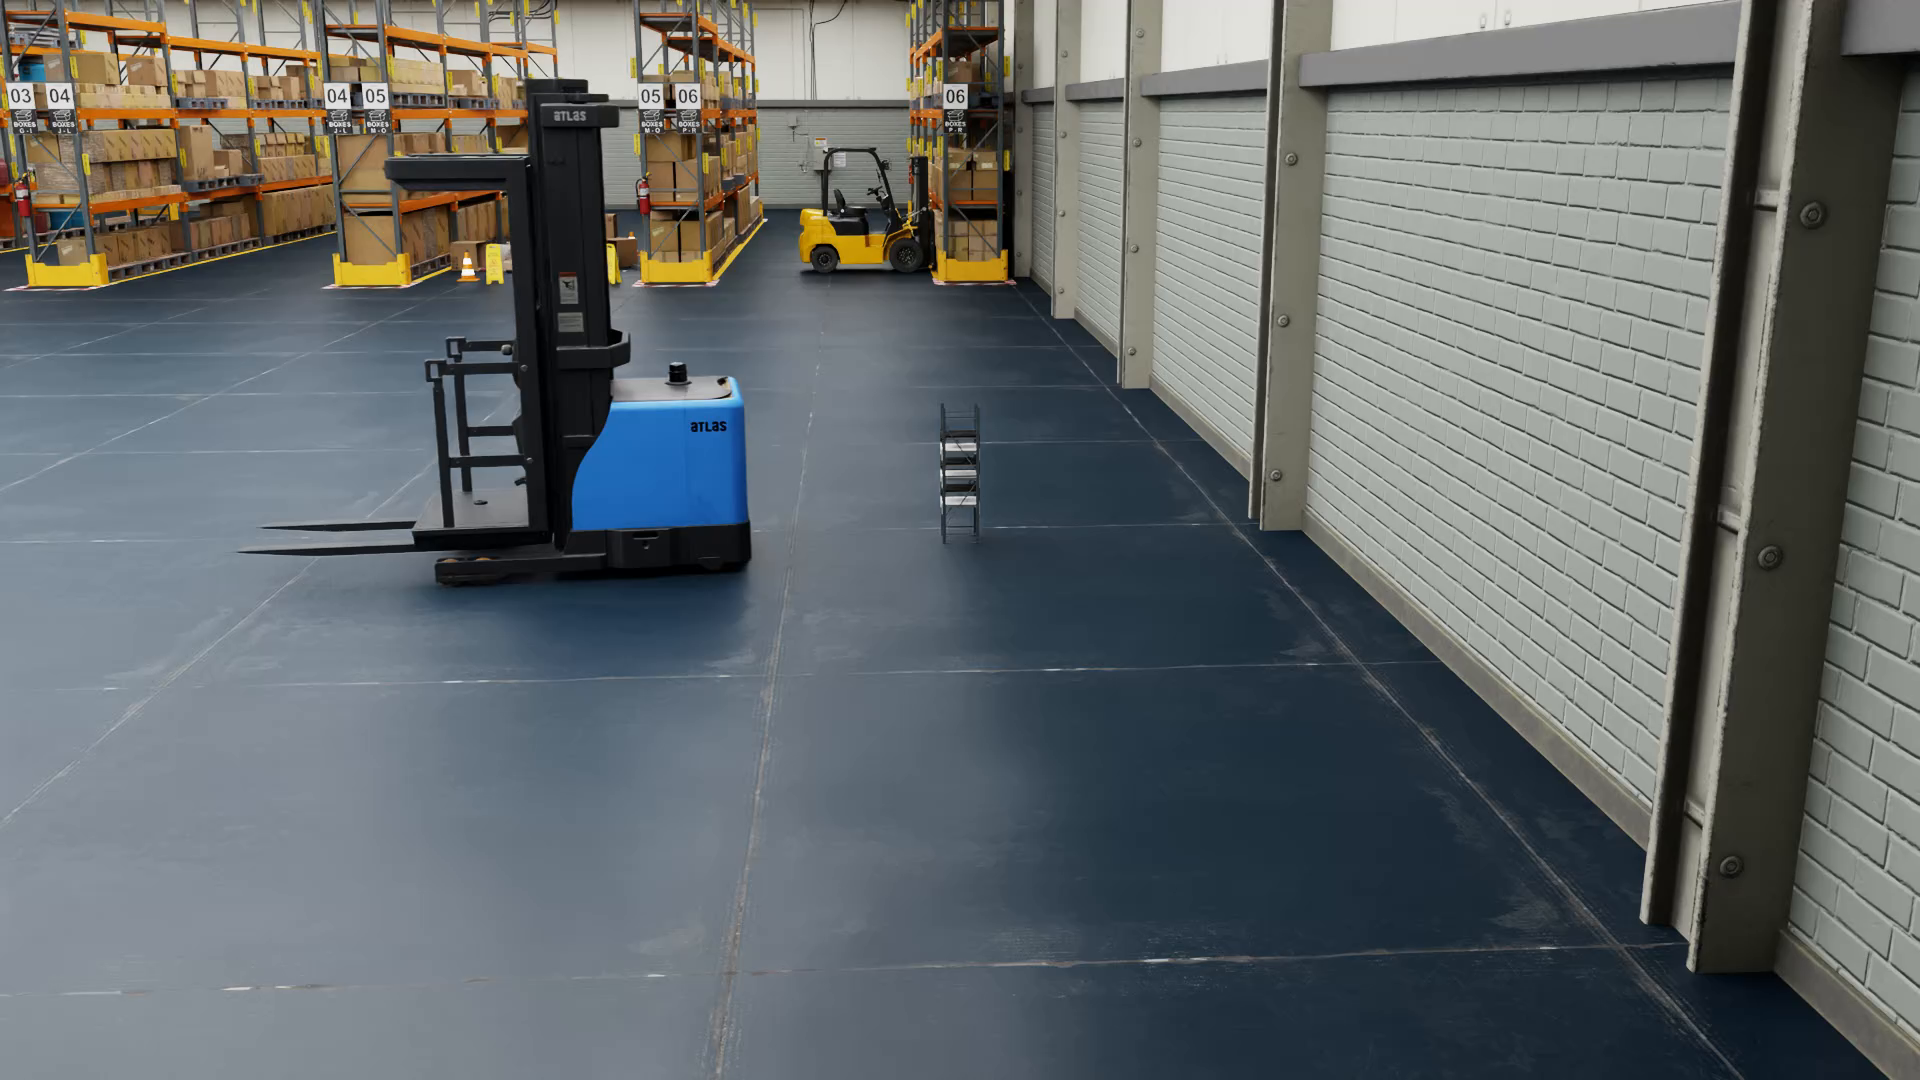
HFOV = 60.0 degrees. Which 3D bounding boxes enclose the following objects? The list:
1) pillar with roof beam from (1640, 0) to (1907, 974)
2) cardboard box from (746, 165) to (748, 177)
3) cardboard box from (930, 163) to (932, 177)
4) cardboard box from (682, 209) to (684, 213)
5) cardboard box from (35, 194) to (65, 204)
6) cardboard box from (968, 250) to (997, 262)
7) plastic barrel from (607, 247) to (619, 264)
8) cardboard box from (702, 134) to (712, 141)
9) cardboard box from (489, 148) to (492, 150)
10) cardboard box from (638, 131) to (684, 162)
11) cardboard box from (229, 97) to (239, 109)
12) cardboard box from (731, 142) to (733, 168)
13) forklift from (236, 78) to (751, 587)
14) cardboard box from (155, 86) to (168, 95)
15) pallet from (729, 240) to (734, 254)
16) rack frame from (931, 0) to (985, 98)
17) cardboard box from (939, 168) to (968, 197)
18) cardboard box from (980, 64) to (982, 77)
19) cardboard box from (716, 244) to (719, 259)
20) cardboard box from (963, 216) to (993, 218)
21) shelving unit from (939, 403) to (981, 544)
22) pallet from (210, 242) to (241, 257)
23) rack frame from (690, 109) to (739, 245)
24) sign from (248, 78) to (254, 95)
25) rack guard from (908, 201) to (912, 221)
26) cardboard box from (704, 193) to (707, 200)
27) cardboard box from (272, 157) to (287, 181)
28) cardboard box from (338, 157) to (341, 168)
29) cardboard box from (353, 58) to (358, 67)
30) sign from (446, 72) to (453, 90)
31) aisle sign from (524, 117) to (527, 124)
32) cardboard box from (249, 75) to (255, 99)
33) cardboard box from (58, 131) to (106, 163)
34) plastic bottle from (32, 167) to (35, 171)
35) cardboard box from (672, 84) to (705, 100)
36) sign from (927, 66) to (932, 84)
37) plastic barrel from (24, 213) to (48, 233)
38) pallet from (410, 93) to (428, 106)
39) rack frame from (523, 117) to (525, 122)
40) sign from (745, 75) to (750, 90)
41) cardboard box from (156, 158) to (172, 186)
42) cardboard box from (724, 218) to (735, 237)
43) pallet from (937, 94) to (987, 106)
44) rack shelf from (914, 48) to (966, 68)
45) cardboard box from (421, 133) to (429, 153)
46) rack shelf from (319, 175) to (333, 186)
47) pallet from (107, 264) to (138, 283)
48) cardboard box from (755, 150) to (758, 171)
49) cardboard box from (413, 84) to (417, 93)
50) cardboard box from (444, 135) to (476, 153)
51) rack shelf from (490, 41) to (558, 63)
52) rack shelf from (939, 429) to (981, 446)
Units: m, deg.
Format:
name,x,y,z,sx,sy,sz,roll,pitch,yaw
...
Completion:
name,x,y,z,sx,sy,sz,roll,pitch,yaw
pillar with roof beam,-1.738,-2.916,4.298,9.100,9.000,0.400,-1,14,-3
cardboard box,-5.203,-8.585,38.673,0.500,0.250,0.500,-1,14,-5
cardboard box,-0.319,-7.141,32.058,0.500,0.250,0.500,-1,14,-5
cardboard box,-5.238,-6.014,30.249,0.380,0.149,0.250,0,14,-1
cardboard box,-14.854,-5.574,27.174,0.380,0.149,0.250,-1,14,-3
cardboard box,0.380,-4.855,28.552,0.500,0.250,0.500,-1,14,-3
plastic barrel,-6.378,-5.023,29.701,0.512,0.421,0.421,10,18,35
cardboard box,-5.528,-8.428,35.554,0.500,0.500,0.500,-1,14,-5
cardboard box,-10.815,-8.795,37.658,0.380,0.149,0.250,-1,14,-3
cardboard box,-4.989,-6.581,27.781,0.700,0.500,0.500,-1,14,-5
cardboard box,-14.807,-8.760,33.334,0.500,0.250,0.500,-1,14,-4
cardboard box,-4.854,-7.804,33.695,0.500,0.500,0.500,-2,15,-7
forklift,-2.861,-1.281,10.124,3.031,2.935,1.130,-2,15,-10
cardboard box,-14.569,-8.119,30.044,0.380,0.149,0.250,0,14,-2
pallet,-5.115,-5.923,33.622,1.003,0.211,1.213,-1,14,-3
rack frame,-0.033,-9.758,30.894,1.000,3.000,0.127,-1,14,-3
cardboard box,-0.101,-6.154,28.725,0.500,0.500,0.500,0,14,-2
cardboard box,-0.018,-8.122,29.301,0.797,0.503,0.637,0,14,-2
cardboard box,-4.584,-5.120,29.581,0.500,0.250,0.500,0,14,0
cardboard box,0.319,-5.585,29.384,0.500,0.250,0.500,-1,14,-4
shelving unit,-0.001,-0.438,10.922,0.258,0.900,0.210,-1,14,-3
pallet,-15.006,-5.770,33.028,1.003,0.211,1.213,-1,14,-3
rack frame,-5.235,-7.770,35.207,1.000,3.000,0.127,-1,14,-3
sign,-14.584,-9.328,34.205,0.100,0.325,0.005,-1,14,-3
rack guard,-0.772,-8.608,43.479,1.175,0.500,0.348,-1,14,-3
cardboard box,-4.519,-5.877,28.351,0.380,0.149,0.250,-1,14,-5
cardboard box,-14.954,-8.046,36.079,0.500,0.500,0.500,-1,14,-4
cardboard box,-15.205,-9.057,39.912,0.500,0.250,0.500,-1,14,-2
cardboard box,-10.047,-7.789,27.119,0.380,0.149,0.250,-1,14,-3
sign,-9.367,-8.424,30.533,0.100,0.325,0.005,-1,14,-3
aisle sign,-10.968,-10.931,42.274,0.394,0.787,0.004,-1,14,-3
cardboard box,-15.235,-9.474,34.759,0.797,0.503,0.637,0,14,0
cardboard box,-14.392,-6.445,27.253,0.500,0.500,0.500,-1,14,-3
plastic bottle,-20.459,-8.127,36.841,0.152,0.276,0.135,-1,14,-3
cardboard box,-4.504,-7.434,27.584,0.500,0.250,0.500,-1,14,-4
sign,-0.574,-8.698,31.123,0.100,0.325,0.005,-1,14,-3
plastic barrel,-20.186,-6.979,36.127,0.600,0.588,0.708,-1,14,-3
pallet,-9.808,-7.577,28.615,1.003,0.211,1.213,-1,14,-3
rack frame,-10.665,-9.658,42.545,1.000,3.000,0.127,-1,14,-3
sign,-4.942,-10.631,38.638,0.100,0.325,0.005,-1,14,-3
cardboard box,-14.912,-6.702,30.258,0.875,0.500,0.500,-1,14,-3
cardboard box,-5.210,-6.560,34.935,0.950,0.372,0.625,-2,15,-7
pallet,0.118,-7.749,29.280,1.003,0.211,1.213,-1,14,-3
rack shelf,-0.405,-10.709,36.833,1.077,0.370,4.000,-1,14,-3
cardboard box,-9.886,-6.906,29.379,0.875,0.550,0.550,-1,14,-3
rack shelf,-15.497,-8.761,40.501,1.077,0.370,4.000,-1,14,-3
pallet,-14.650,-4.499,28.088,1.003,0.211,1.213,-1,14,-3
cardboard box,-5.436,-9.693,42.477,0.500,0.500,0.500,-1,14,-3
cardboard box,-9.453,-7.666,28.243,0.380,0.149,0.250,-1,14,-4
cardboard box,-10.084,-7.836,33.256,0.700,0.500,0.500,-1,14,-4
rack shelf,-10.541,-11.716,39.954,1.077,0.370,4.000,-1,14,-3
rack shelf,-0.001,-0.667,10.863,0.258,0.077,0.200,-1,14,-3
